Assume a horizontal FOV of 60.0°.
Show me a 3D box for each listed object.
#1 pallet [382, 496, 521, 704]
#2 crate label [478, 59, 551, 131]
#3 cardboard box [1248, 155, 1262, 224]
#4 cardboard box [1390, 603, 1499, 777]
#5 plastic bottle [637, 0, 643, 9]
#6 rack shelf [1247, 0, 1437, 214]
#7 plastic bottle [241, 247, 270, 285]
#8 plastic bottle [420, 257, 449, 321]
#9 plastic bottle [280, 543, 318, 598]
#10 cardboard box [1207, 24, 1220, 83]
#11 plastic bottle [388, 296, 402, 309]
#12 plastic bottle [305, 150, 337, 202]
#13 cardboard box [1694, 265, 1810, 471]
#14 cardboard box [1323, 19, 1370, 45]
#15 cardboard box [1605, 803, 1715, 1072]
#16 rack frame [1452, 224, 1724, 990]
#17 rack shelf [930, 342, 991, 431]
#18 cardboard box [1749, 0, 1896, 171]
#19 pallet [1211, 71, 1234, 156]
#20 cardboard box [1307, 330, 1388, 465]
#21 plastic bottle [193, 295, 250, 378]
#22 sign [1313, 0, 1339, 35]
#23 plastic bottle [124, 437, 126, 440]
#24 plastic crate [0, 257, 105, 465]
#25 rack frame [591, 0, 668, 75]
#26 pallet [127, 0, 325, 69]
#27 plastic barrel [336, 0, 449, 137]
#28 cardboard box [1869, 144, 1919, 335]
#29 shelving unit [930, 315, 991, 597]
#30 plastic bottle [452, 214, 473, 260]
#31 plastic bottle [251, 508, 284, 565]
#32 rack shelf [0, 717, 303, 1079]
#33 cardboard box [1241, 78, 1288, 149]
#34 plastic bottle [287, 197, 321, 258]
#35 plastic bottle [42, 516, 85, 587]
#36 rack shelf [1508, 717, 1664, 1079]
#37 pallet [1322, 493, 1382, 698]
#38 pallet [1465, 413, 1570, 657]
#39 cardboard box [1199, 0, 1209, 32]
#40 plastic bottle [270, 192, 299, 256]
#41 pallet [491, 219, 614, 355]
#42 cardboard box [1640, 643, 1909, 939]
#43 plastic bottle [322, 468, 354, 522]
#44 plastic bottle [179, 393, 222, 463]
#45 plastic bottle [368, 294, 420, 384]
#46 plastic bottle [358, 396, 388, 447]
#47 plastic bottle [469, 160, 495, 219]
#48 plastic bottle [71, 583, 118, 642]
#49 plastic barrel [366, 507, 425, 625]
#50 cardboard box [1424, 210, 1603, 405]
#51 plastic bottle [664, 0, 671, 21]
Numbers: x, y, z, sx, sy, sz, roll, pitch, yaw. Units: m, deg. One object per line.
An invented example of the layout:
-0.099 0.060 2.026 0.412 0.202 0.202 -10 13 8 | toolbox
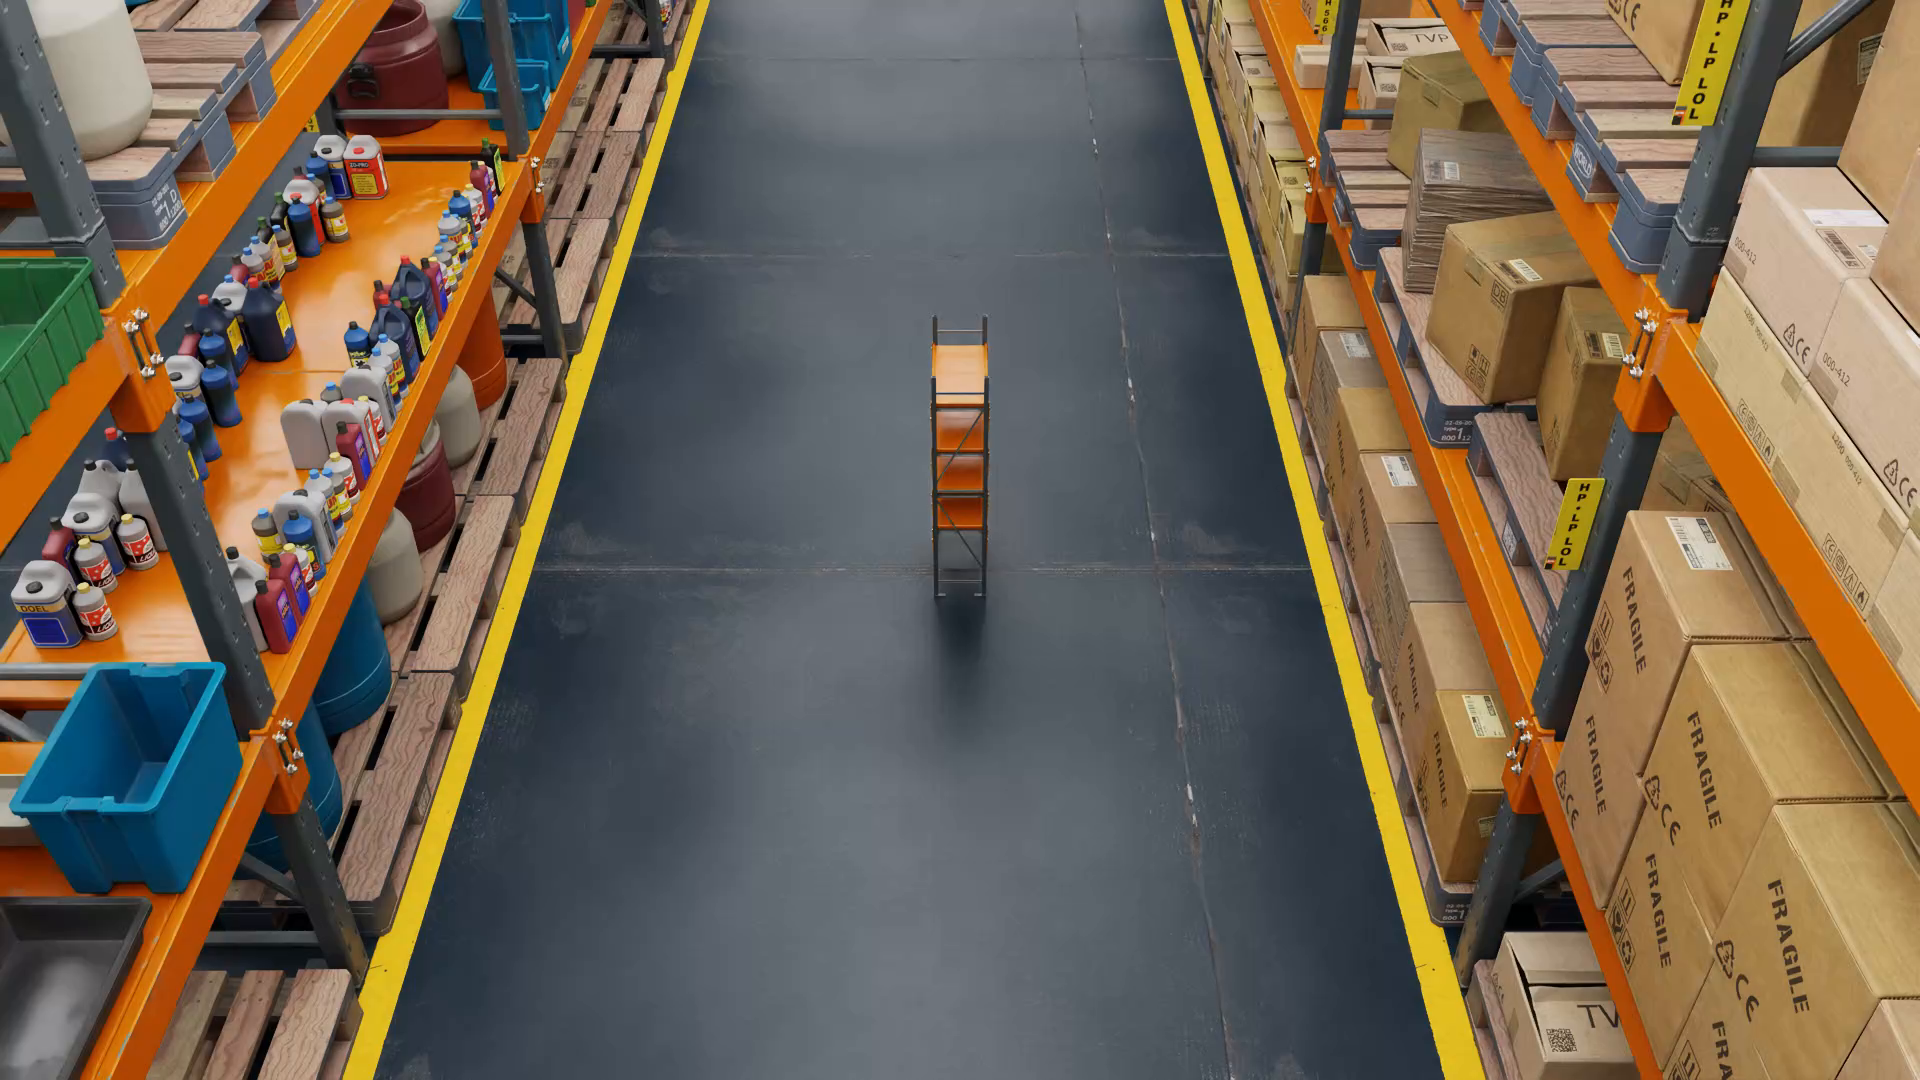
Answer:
-2.618 0.249 7.516 1.003 0.211 1.213 0 39 0 | pallet
-2.285 -2.292 8.590 0.303 0.233 0.416 0 39 0 | crate label
2.048 -2.151 10.144 0.500 0.250 0.500 1 39 1 | cardboard box
2.019 0.593 6.504 0.500 0.500 0.500 0 39 0 | cardboard box
-2.394 -4.237 12.651 0.144 0.351 0.185 0 39 0 | plastic bottle
2.292 -3.064 9.996 1.077 0.370 4.000 0 39 0 | rack shelf
-3.008 -1.122 7.099 0.097 0.271 0.097 0 39 0 | plastic bottle
-2.231 -1.080 7.038 0.061 0.283 0.133 0 39 0 | plastic bottle
-2.247 0.101 5.630 0.097 0.201 0.097 0 39 0 | plastic bottle
2.042 -3.434 11.745 0.500 0.250 0.500 -1 39 -1 | cardboard box
-2.291 -0.881 6.790 0.061 0.283 0.133 0 39 0 | plastic bottle
-3.009 -1.700 7.821 0.097 0.271 0.097 0 39 0 | plastic bottle
2.052 -0.401 3.818 0.500 0.250 0.500 0 39 0 | cardboard box
2.236 -2.794 9.284 0.380 0.149 0.250 3 39 3 | cardboard box
2.031 1.007 4.260 0.500 0.500 0.500 1 39 1 | cardboard box
2.299 0.407 5.089 1.000 3.000 0.127 0 39 0 | rack frame
0.000 -0.671 7.245 0.258 0.148 0.480 0 39 0 | rack shelf
2.372 -1.320 4.350 0.600 0.600 0.600 -3 39 -4 | cardboard box
2.329 -3.047 11.629 1.003 0.211 1.213 0 39 0 | pallet
2.015 -0.678 8.090 0.500 0.500 0.500 -1 39 -2 | cardboard box
-2.984 -0.836 6.679 0.144 0.351 0.185 0 39 0 | plastic bottle
1.739 -2.544 7.845 0.100 0.325 0.005 0 39 0 | sign
-2.979 -0.333 6.112 0.152 0.276 0.135 0 39 0 | plastic bottle
-2.352 -0.415 3.885 0.450 0.188 0.662 0 39 0 | plastic crate
-2.664 -4.595 11.330 1.000 3.000 0.127 0 39 0 | rack frame
-2.757 -1.888 5.705 1.003 0.211 1.213 0 39 0 | pallet
-2.963 -2.436 8.528 0.600 0.536 0.708 0 39 0 | plastic barrel
2.196 -0.576 3.037 0.700 0.500 0.500 0 39 0 | cardboard box
0.000 -0.365 7.491 0.258 1.200 0.503 0 39 0 | shelving unit
-2.250 -1.364 7.458 0.097 0.201 0.097 0 39 0 | plastic bottle
-2.399 -0.021 5.782 0.097 0.201 0.097 0 39 0 | plastic bottle
-2.652 1.940 3.752 1.077 0.370 4.000 0 39 0 | rack shelf
2.044 -2.685 10.362 0.500 0.311 0.500 1 39 1 | cardboard box
-2.948 -1.410 7.460 0.097 0.271 0.097 0 39 0 | plastic bottle
-3.024 0.063 5.612 0.061 0.283 0.133 0 39 0 | plastic bottle
2.301 1.938 3.753 1.077 0.370 4.000 0 39 0 | rack shelf
2.256 0.222 7.550 1.003 0.211 1.213 0 39 0 | pallet
2.407 -0.018 5.773 1.003 0.211 1.213 0 39 0 | pallet
2.071 -3.976 12.422 0.500 0.250 0.500 0 39 0 | cardboard box
-3.027 -1.404 7.442 0.061 0.283 0.133 0 39 0 | plastic bottle
-2.621 -1.489 9.685 1.003 0.211 1.213 0 39 0 | pallet
2.019 0.595 3.974 0.500 0.500 0.500 -1 39 -1 | cardboard box
-2.247 -0.166 5.963 0.097 0.201 0.097 0 39 0 | plastic bottle
-2.855 -0.427 6.233 0.097 0.271 0.097 0 39 0 | plastic bottle
-2.272 -0.808 6.644 0.144 0.351 0.185 0 39 0 | plastic bottle
-2.248 -0.456 6.324 0.097 0.201 0.097 0 39 0 | plastic bottle
-2.232 -1.651 7.750 0.061 0.283 0.133 0 39 0 | plastic bottle
-2.854 0.228 5.471 0.097 0.201 0.097 0 39 0 | plastic bottle
-2.550 0.079 7.152 0.421 0.512 0.421 0 39 0 | plastic barrel
2.235 -0.901 6.305 0.700 0.500 0.500 -9 40 -11 | cardboard box
-2.226 -4.001 12.475 0.097 0.201 0.097 0 39 0 | plastic bottle
